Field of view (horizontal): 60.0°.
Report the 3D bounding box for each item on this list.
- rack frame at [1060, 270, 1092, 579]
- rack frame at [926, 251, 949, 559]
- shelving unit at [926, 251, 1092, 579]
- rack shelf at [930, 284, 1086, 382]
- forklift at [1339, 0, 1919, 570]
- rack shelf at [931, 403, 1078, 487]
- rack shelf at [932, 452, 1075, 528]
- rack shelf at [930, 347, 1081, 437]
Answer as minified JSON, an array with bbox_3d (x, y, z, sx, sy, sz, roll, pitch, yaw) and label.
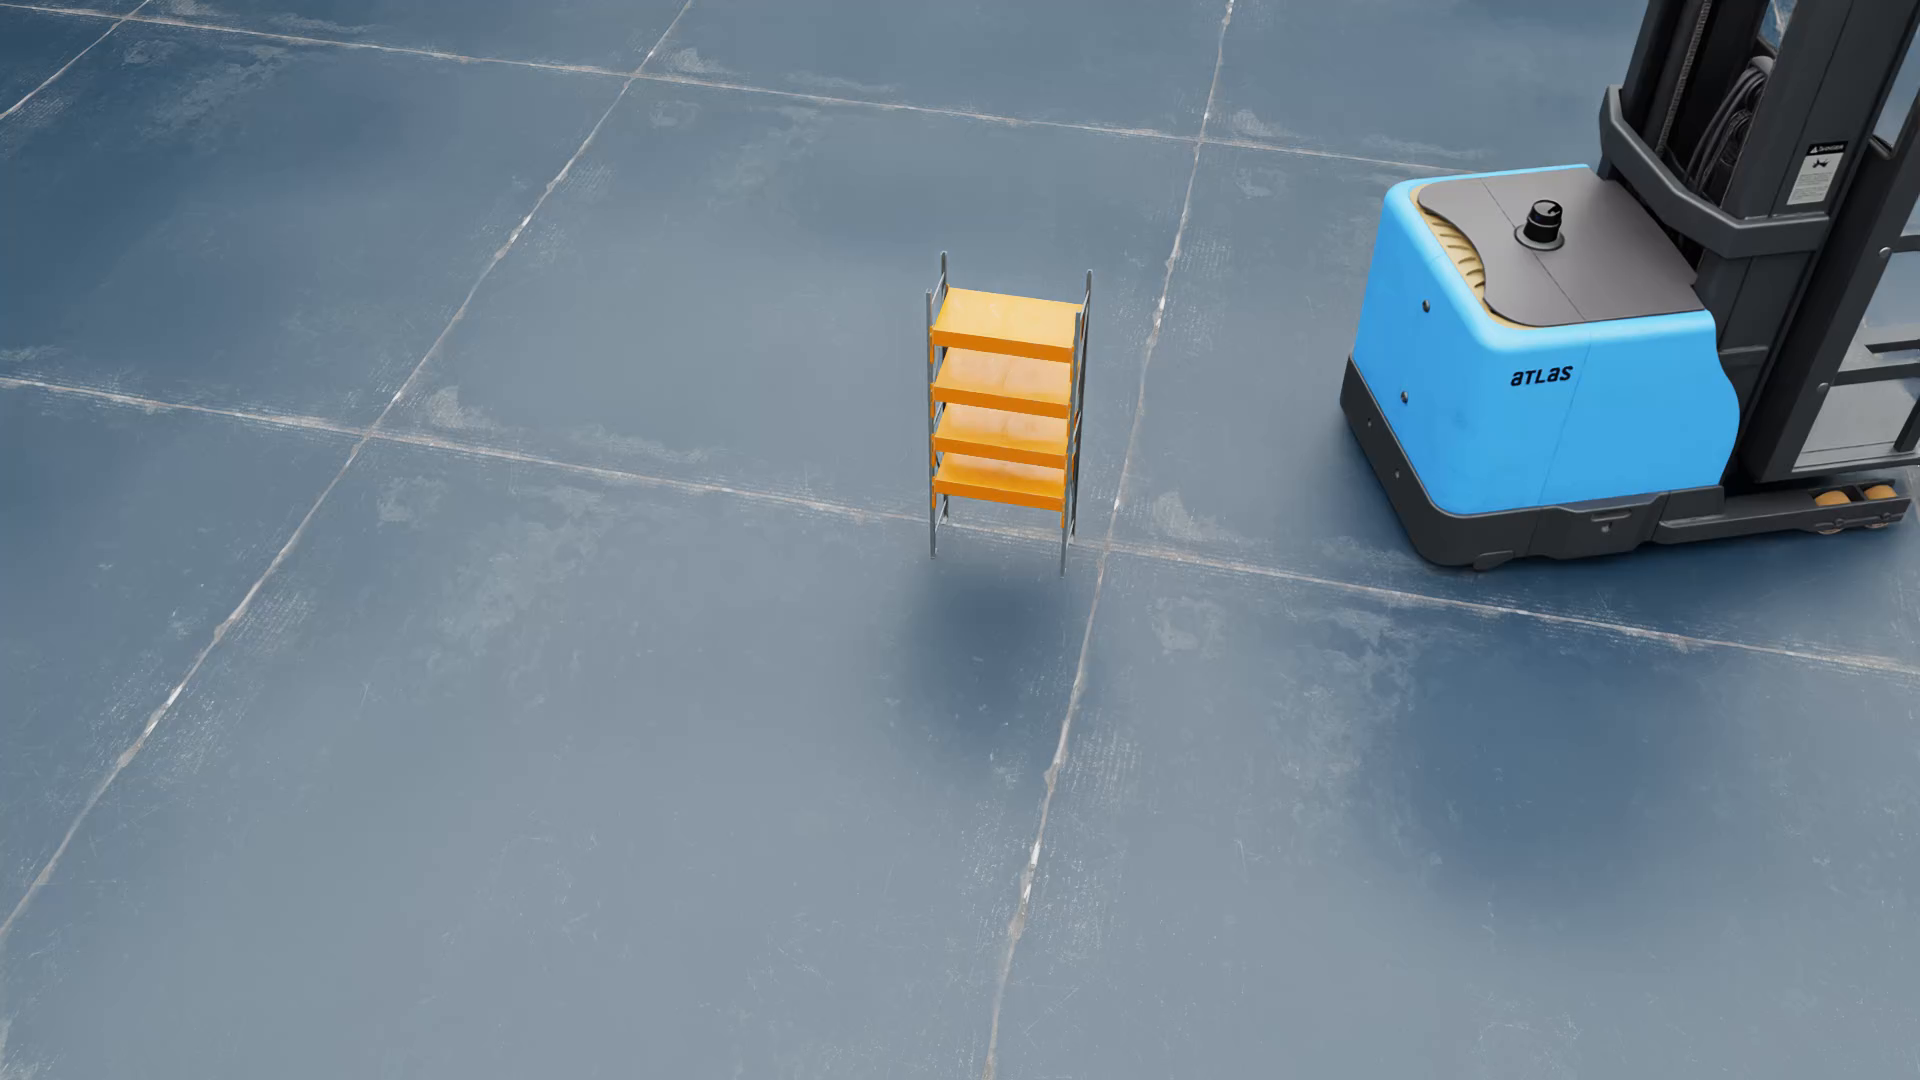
[{"bbox_3d":[0.400,-0.370,5.769,0.015,1.200,0.240,9,45,9],"label":"rack frame"},{"bbox_3d":[-0.077,-0.444,5.846,0.015,1.200,0.240,9,45,9],"label":"rack frame"},{"bbox_3d":[0.162,-0.407,5.808,0.503,1.200,0.258,9,45,9],"label":"shelving unit"},{"bbox_3d":[0.162,-0.690,5.535,0.480,0.148,0.258,9,45,9],"label":"rack shelf"},{"bbox_3d":[3.100,-1.434,5.627,3.031,2.935,1.130,-7,44,-7],"label":"forklift"},{"bbox_3d":[0.162,-0.359,5.855,0.480,0.148,0.258,9,45,9],"label":"rack shelf"},{"bbox_3d":[0.162,-0.216,5.992,0.480,0.148,0.258,9,45,9],"label":"rack shelf"},{"bbox_3d":[0.162,-0.520,5.699,0.480,0.148,0.258,9,45,9],"label":"rack shelf"}]
